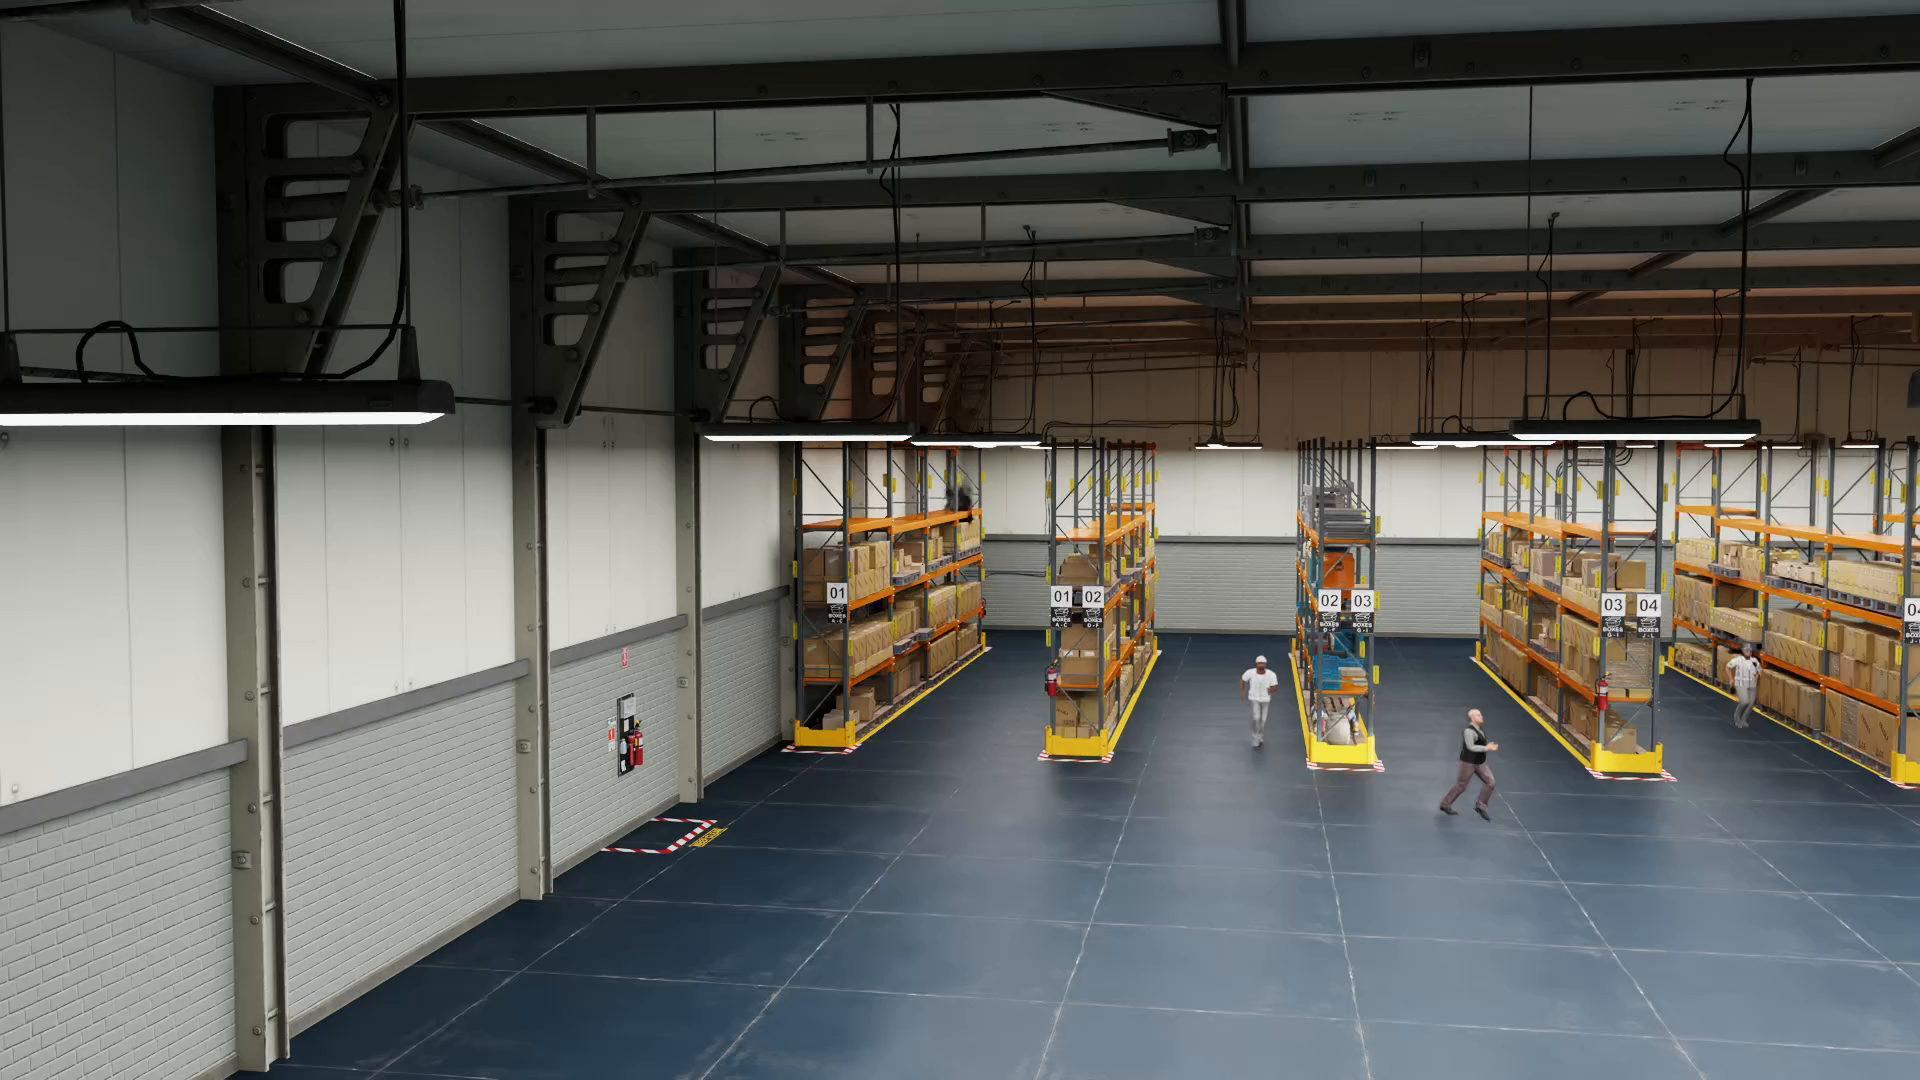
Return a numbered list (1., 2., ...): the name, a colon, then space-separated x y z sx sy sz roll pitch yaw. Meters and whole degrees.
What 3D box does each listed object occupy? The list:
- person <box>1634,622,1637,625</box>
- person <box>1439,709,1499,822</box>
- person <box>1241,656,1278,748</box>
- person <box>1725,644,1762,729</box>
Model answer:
1. person: 18.633 2.512 45.565 0.541 1.593 0.611 -1 3 -20
2. person: 7.954 3.496 25.869 0.887 1.760 0.662 2 4 39
3. person: 5.825 3.136 32.302 0.669 1.787 0.808 0 3 0
4. person: 16.242 3.024 34.346 0.641 1.776 0.693 0 3 1
